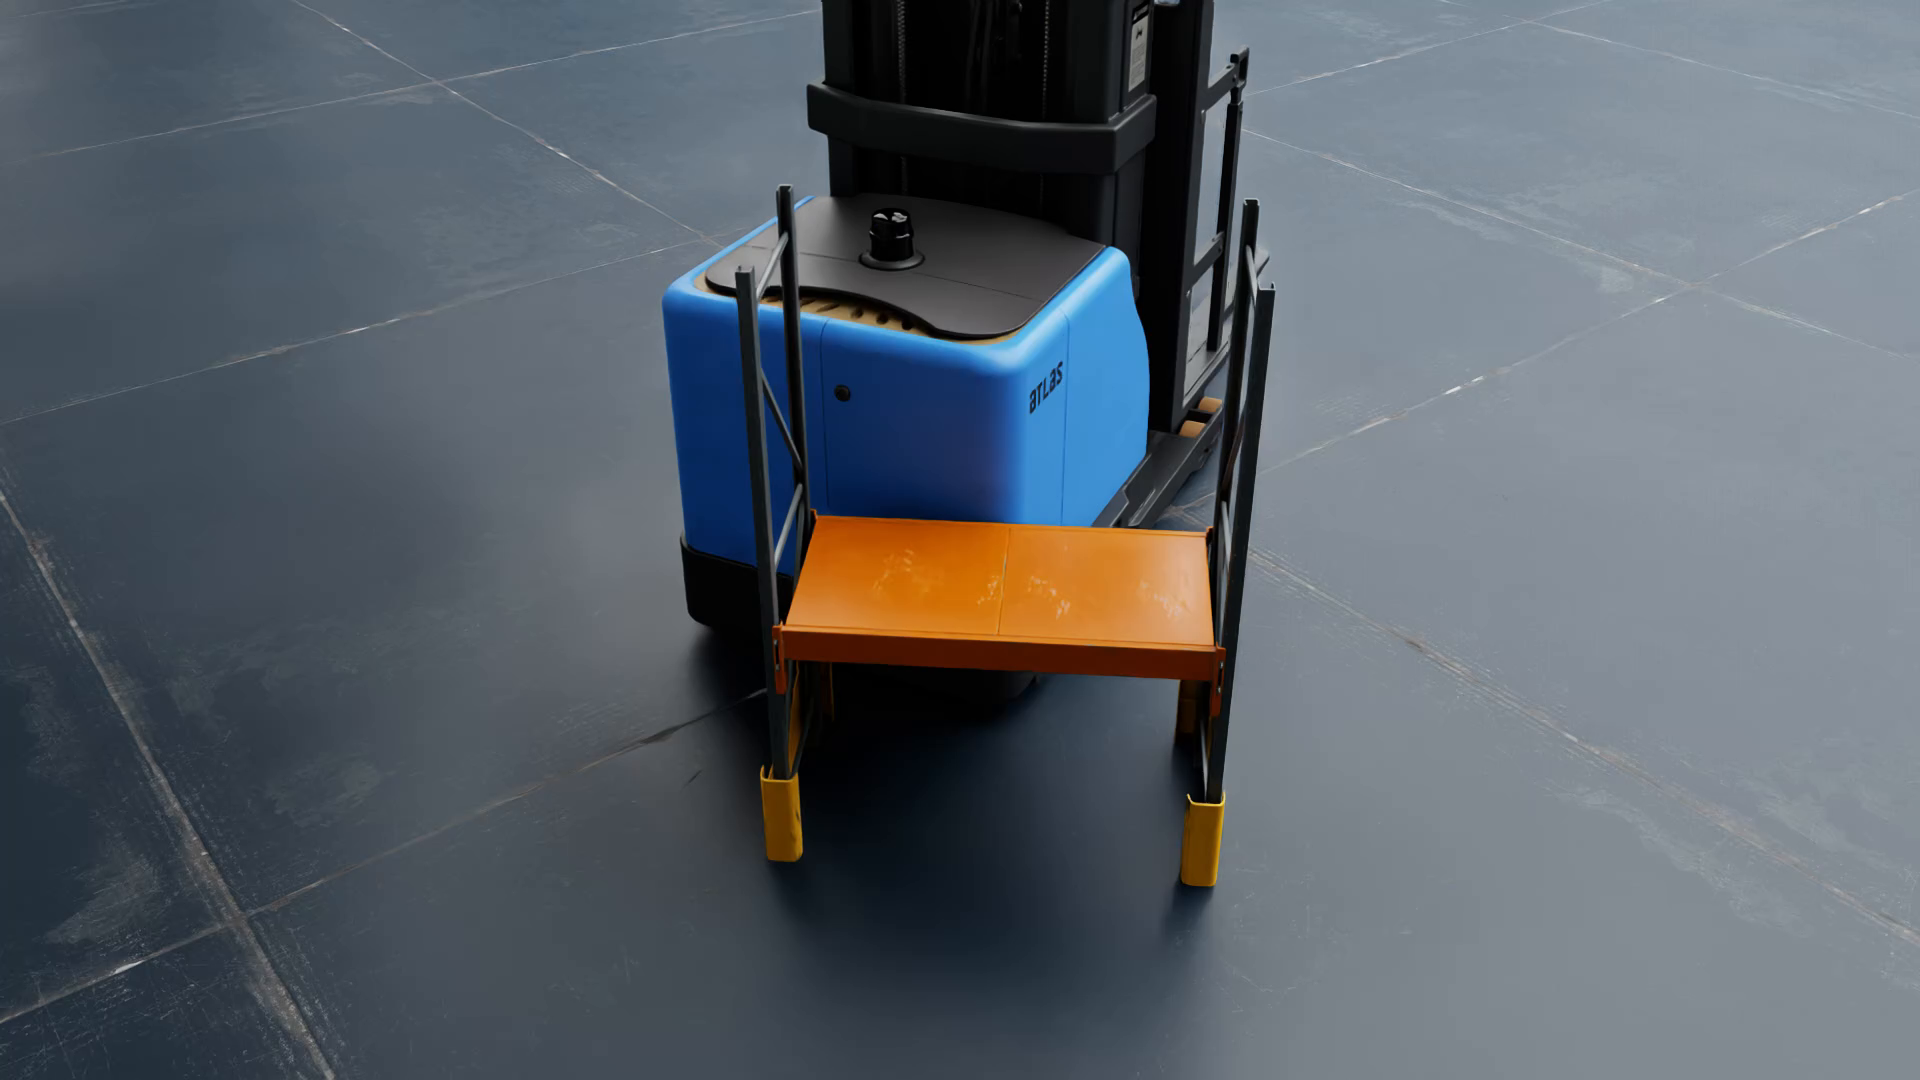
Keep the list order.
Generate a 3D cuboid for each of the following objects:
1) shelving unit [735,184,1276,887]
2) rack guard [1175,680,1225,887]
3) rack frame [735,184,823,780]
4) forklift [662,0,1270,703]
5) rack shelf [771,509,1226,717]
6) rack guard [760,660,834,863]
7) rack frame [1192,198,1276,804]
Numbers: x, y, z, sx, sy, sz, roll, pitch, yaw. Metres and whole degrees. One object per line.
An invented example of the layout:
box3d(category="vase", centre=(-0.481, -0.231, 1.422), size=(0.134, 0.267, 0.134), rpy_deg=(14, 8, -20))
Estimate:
box3d(category="shelving unit", centre=(0.093, 0.006, 3.819), size=(1.083, 1.500, 0.587), rpy_deg=(3, 32, 4))
box3d(category="rack guard", centre=(0.589, 0.559, 4.113), size=(0.087, 0.250, 0.587), rpy_deg=(3, 32, 4))
box3d(category="rack frame", centre=(-0.405, -0.016, 3.855), size=(0.032, 1.500, 0.500), rpy_deg=(3, 32, 4))
box3d(category="forklift", centre=(0.298, -1.572, 5.002), size=(1.130, 2.935, 3.031), rpy_deg=(14, 34, 21))
box3d(category="rack shelf", centre=(0.102, 0.159, 3.913), size=(1.000, 0.185, 0.538), rpy_deg=(3, 32, 4))
box3d(category="rack guard", centre=(-0.403, 0.514, 4.185), size=(0.087, 0.250, 0.587), rpy_deg=(3, 32, 4))
box3d(category="rack frame", centre=(0.608, 0.029, 3.782), size=(0.032, 1.500, 0.500), rpy_deg=(3, 32, 4))
